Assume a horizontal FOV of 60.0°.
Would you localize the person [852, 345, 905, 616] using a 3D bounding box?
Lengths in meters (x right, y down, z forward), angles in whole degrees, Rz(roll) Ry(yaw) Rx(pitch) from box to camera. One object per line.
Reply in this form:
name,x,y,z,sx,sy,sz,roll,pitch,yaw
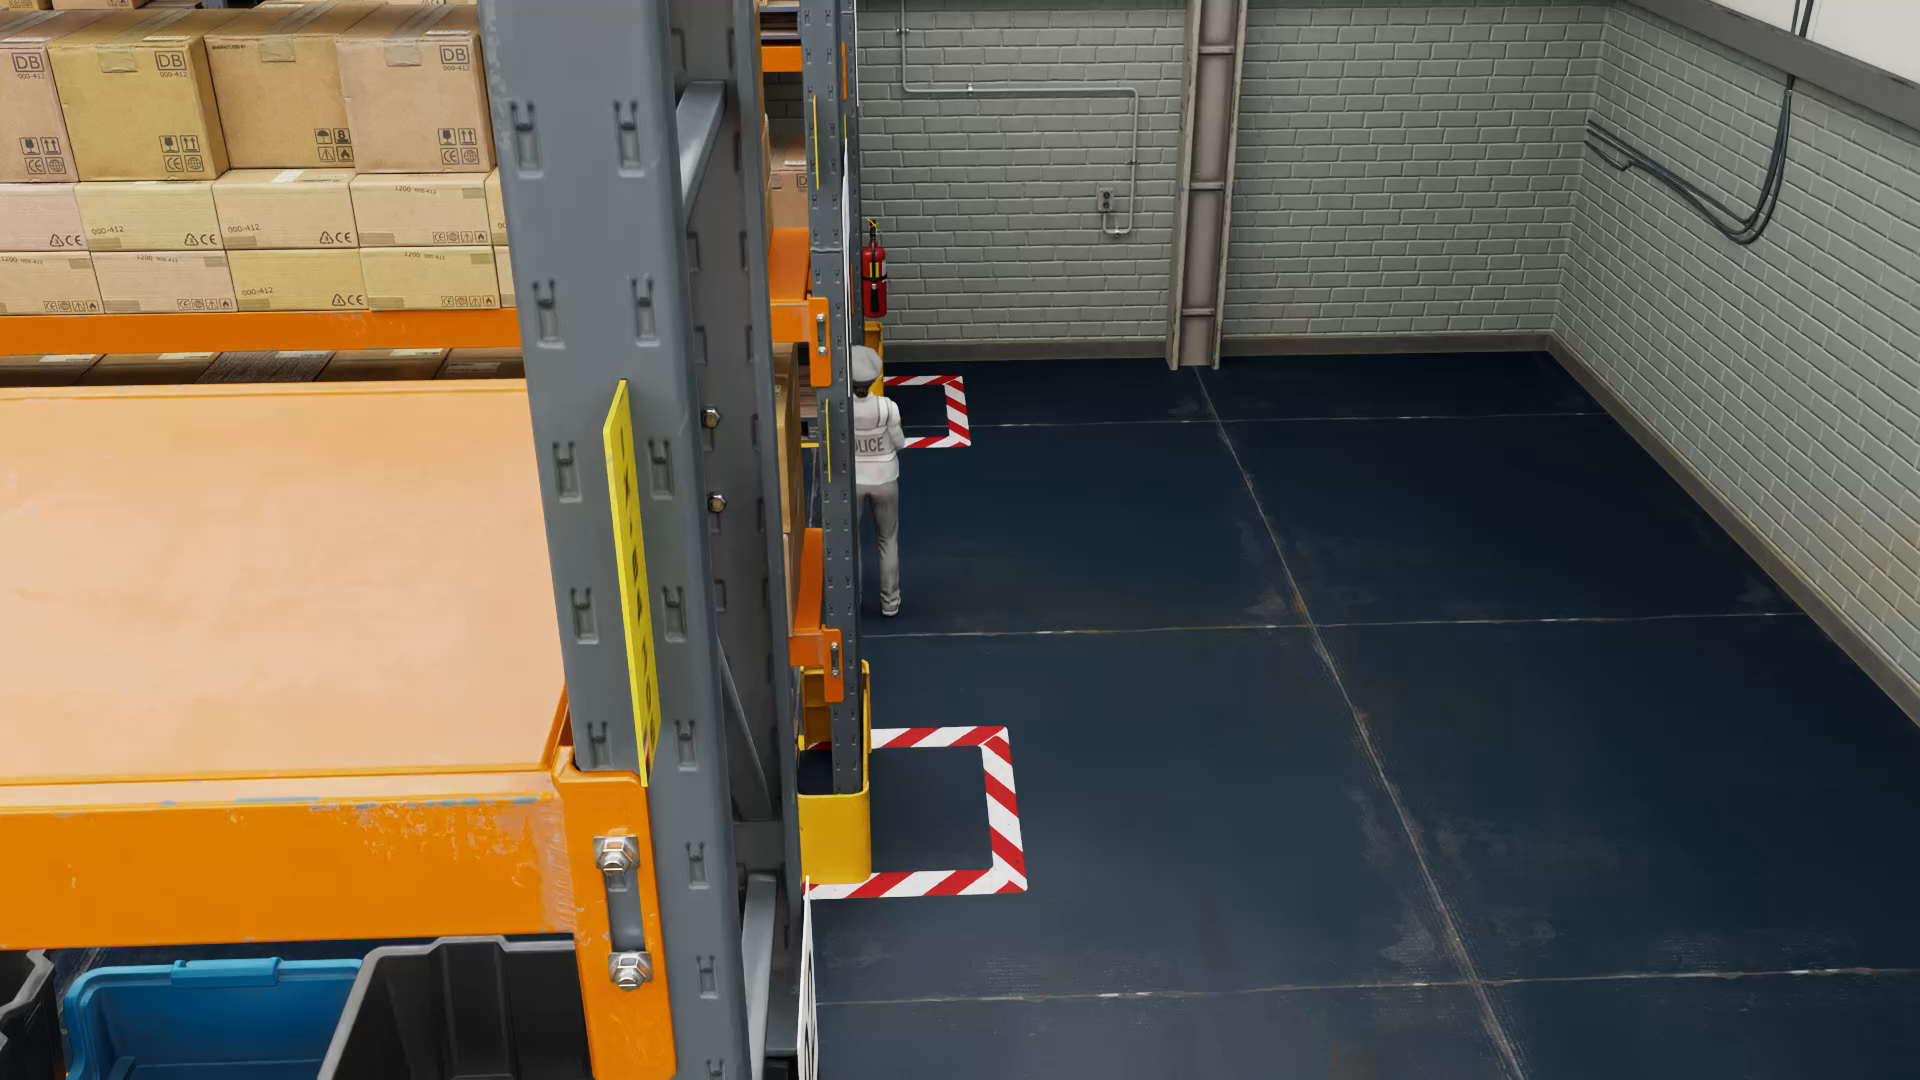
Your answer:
person,-0.545,-0.362,9.625,0.460,1.686,0.556,-1,28,-2
